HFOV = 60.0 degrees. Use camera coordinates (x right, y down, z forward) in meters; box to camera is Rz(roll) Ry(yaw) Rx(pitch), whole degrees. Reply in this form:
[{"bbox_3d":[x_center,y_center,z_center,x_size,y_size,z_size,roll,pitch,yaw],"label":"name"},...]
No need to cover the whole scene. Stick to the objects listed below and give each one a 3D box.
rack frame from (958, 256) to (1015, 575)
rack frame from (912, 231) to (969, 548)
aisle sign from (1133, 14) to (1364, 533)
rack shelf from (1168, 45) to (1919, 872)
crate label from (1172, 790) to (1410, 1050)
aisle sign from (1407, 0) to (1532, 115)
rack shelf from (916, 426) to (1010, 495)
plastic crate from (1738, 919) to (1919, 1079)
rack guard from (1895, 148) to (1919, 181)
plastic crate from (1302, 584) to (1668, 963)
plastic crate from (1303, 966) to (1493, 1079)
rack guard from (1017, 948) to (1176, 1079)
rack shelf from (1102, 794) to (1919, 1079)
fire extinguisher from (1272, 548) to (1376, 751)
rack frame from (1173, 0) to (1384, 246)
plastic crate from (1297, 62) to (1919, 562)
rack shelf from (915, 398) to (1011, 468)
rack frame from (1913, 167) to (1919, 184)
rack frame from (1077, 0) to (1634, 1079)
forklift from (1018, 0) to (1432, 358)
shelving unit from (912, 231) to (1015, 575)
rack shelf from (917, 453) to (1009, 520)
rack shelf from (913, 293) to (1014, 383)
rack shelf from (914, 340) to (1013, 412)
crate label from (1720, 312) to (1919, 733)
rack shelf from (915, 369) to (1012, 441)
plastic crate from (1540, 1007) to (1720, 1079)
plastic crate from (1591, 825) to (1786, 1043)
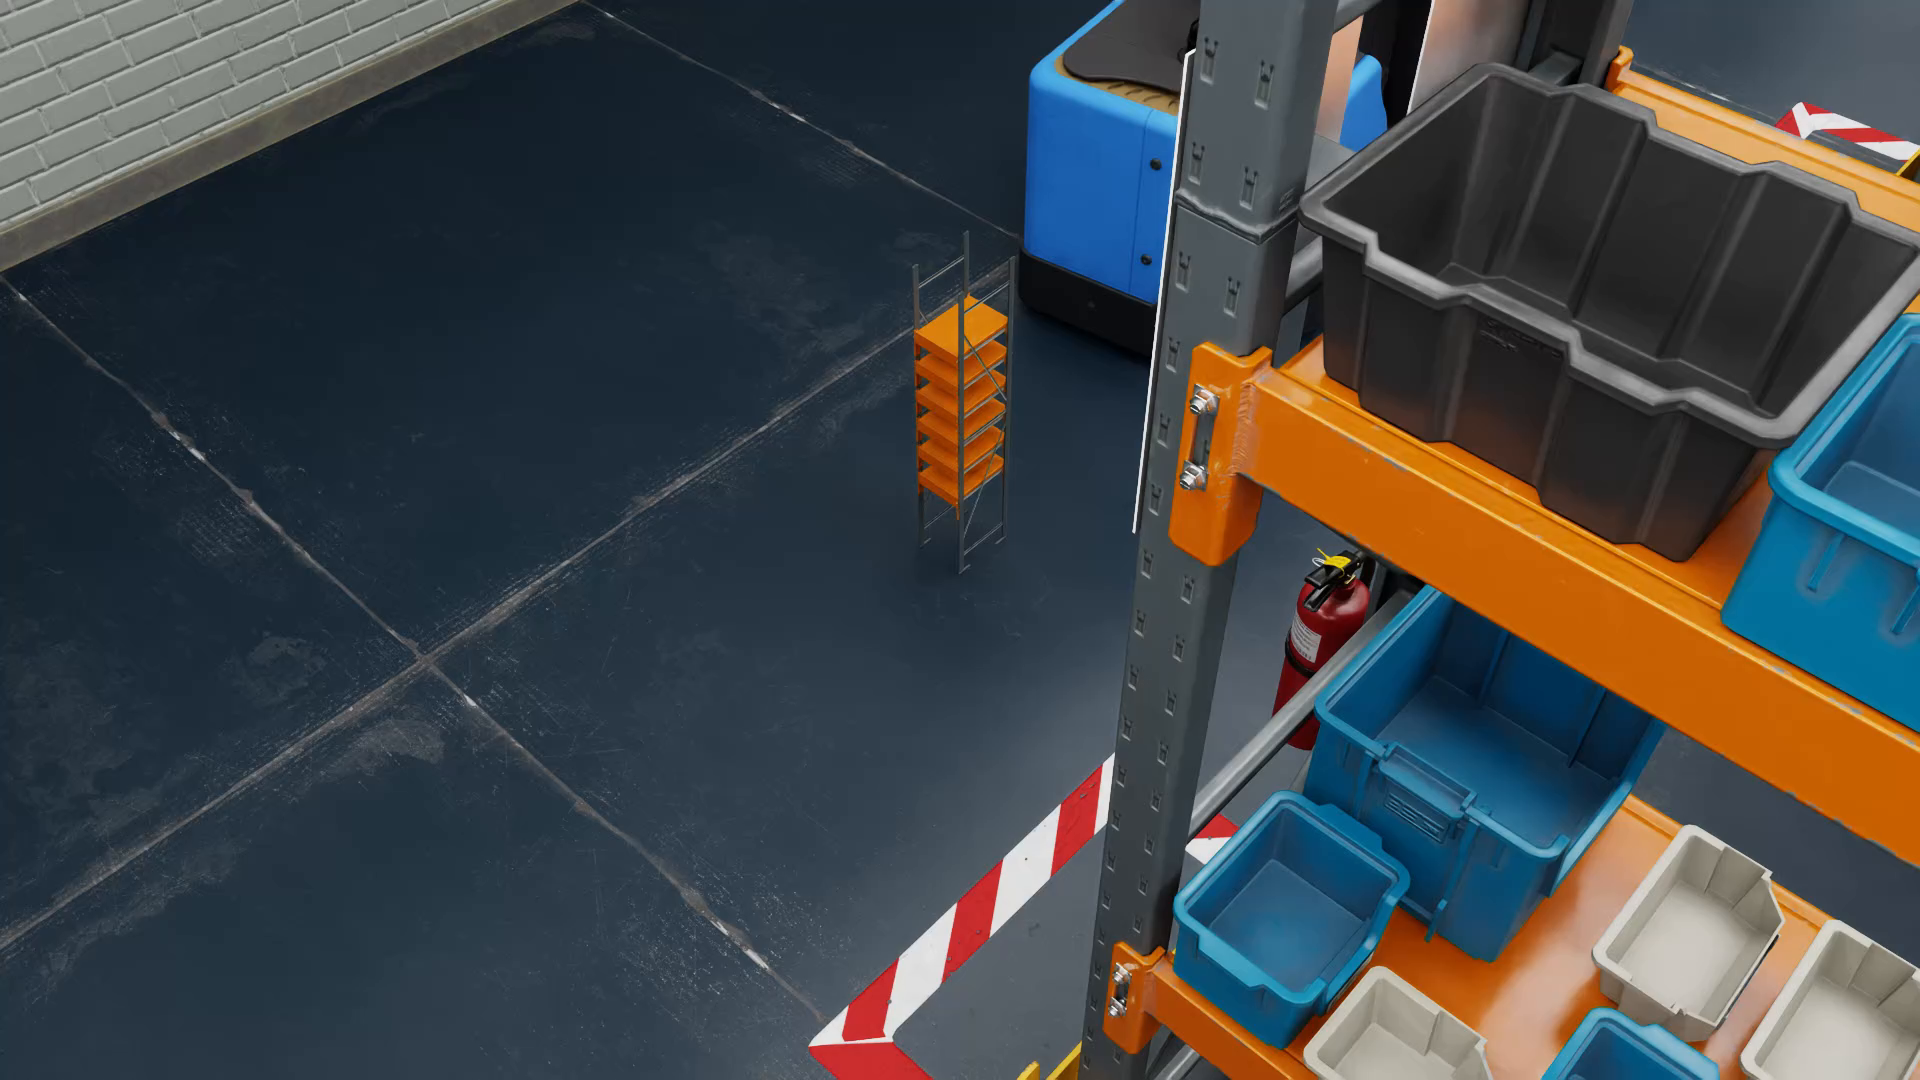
[{"bbox_3d":[0.078,-0.358,5.263,0.006,1.200,0.240,34,55,28],"label":"rack frame"},{"bbox_3d":[-0.057,-0.449,5.348,0.006,1.200,0.240,34,55,28],"label":"rack frame"},{"bbox_3d":[0.390,-0.386,2.271,0.004,0.787,0.394,34,55,28],"label":"aisle sign"},{"bbox_3d":[2.115,0.589,1.575,4.000,0.370,1.077,34,55,28],"label":"rack shelf"},{"bbox_3d":[0.603,0.716,3.094,0.303,0.233,0.416,34,55,28],"label":"crate label"},{"bbox_3d":[0.791,-0.702,2.568,0.004,0.787,0.394,34,55,28],"label":"aisle sign"},{"bbox_3d":[0.011,-0.291,5.426,0.180,0.103,0.258,34,55,28],"label":"rack shelf"},{"bbox_3d":[1.570,0.908,2.980,0.243,0.136,0.396,34,55,28],"label":"plastic crate"},{"bbox_3d":[3.986,-1.429,6.749,0.348,0.500,1.175,34,55,28],"label":"rack guard"},{"bbox_3d":[1.018,0.413,3.239,0.499,0.435,0.616,34,55,28],"label":"plastic crate"},{"bbox_3d":[0.783,0.952,2.939,0.298,0.136,0.250,34,55,28],"label":"plastic crate"},{"bbox_3d":[0.618,1.231,4.251,0.348,0.500,1.175,34,55,28],"label":"rack guard"},{"bbox_3d":[2.115,1.616,2.669,4.000,0.370,1.077,34,55,28],"label":"rack shelf"},{"bbox_3d":[0.842,0.217,3.798,0.183,0.674,0.296,34,55,28],"label":"fire extinguisher"},{"bbox_3d":[0.645,-1.673,1.148,0.127,3.000,1.000,34,55,28],"label":"rack frame"},{"bbox_3d":[0.739,-0.262,1.970,0.590,0.269,0.497,34,55,28],"label":"plastic crate"},{"bbox_3d":[0.011,-0.373,5.338,0.180,0.103,0.258,34,55,28],"label":"rack shelf"},{"bbox_3d":[4.004,-2.273,5.826,0.127,3.000,1.000,34,55,28],"label":"rack frame"},{"bbox_3d":[0.645,0.381,3.335,0.127,3.000,1.000,34,55,28],"label":"rack frame"},{"bbox_3d":[1.474,-2.606,6.187,1.130,2.935,3.031,26,52,23],"label":"forklift"},{"bbox_3d":[0.011,-0.404,5.306,0.189,1.200,0.258,34,55,28],"label":"shelving unit"},{"bbox_3d":[0.011,-0.209,5.513,0.180,0.103,0.258,34,55,28],"label":"rack shelf"},{"bbox_3d":[0.011,-0.620,5.076,0.180,0.103,0.258,34,55,28],"label":"rack shelf"},{"bbox_3d":[0.011,-0.537,5.163,0.180,0.103,0.258,34,55,28],"label":"rack shelf"},{"bbox_3d":[1.104,0.034,1.705,0.502,0.251,0.408,34,55,28],"label":"crate label"},{"bbox_3d":[0.011,-0.455,5.251,0.180,0.103,0.258,34,55,28],"label":"rack shelf"},{"bbox_3d":[1.087,1.041,2.788,0.300,0.233,0.416,34,55,28],"label":"plastic crate"},{"bbox_3d":[1.367,0.757,3.122,0.243,0.136,0.396,34,55,28],"label":"plastic crate"}]
